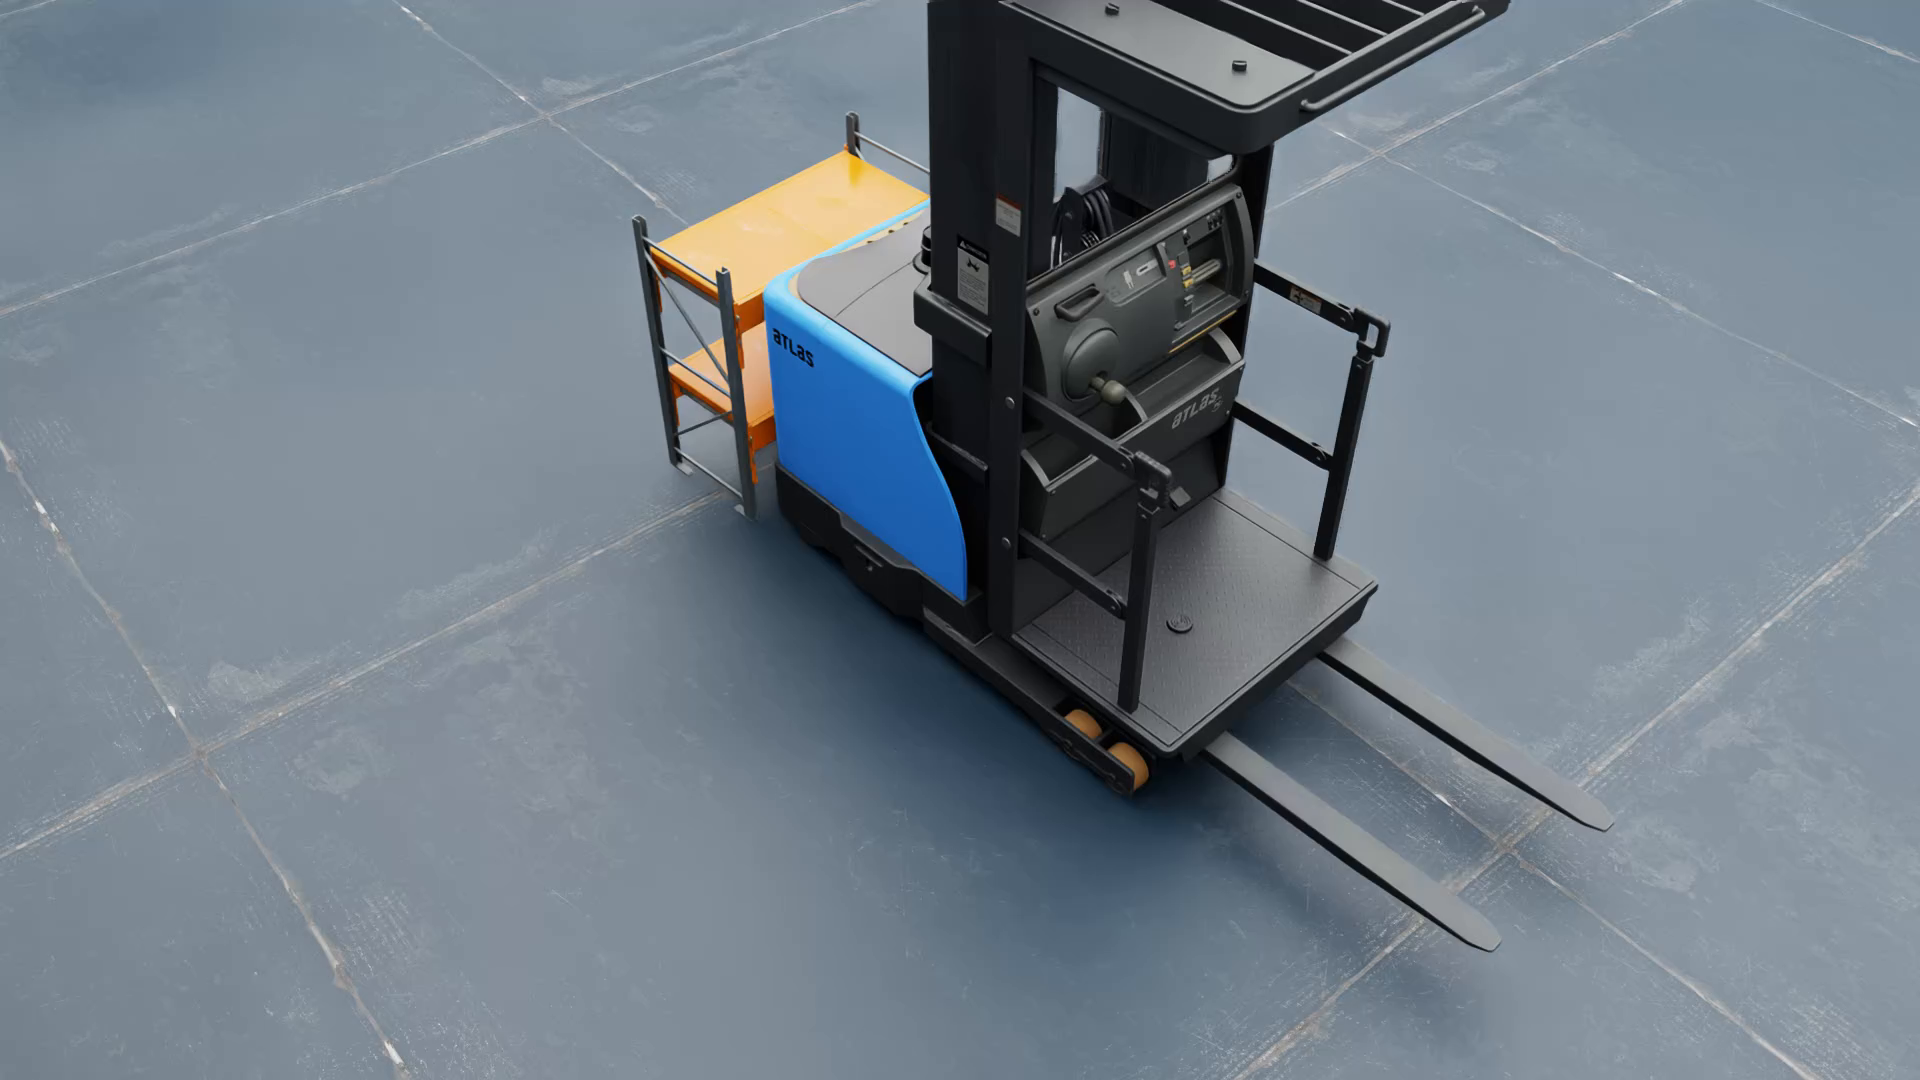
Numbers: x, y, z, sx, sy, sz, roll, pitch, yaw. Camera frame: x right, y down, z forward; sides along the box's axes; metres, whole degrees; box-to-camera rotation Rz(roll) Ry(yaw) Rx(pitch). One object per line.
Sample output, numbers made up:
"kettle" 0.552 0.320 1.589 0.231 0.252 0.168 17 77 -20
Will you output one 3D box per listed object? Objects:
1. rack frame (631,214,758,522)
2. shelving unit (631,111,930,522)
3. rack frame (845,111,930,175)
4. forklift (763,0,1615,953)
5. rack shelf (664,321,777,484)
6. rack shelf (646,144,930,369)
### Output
"rack frame" -0.958 -0.604 6.071 0.500 1.125 0.032 34 53 31
"shelving unit" -0.603 -0.853 6.336 0.538 1.125 1.048 34 53 31
"rack frame" -0.248 -1.102 6.601 0.500 1.125 0.032 34 53 31
"forklift" 0.695 -0.651 4.802 1.130 2.935 3.031 -33 52 -30
"rack shelf" -0.603 -0.675 6.504 0.538 0.278 1.000 34 53 31
"rack shelf" -0.603 -1.066 6.136 0.538 0.278 1.000 34 53 31
